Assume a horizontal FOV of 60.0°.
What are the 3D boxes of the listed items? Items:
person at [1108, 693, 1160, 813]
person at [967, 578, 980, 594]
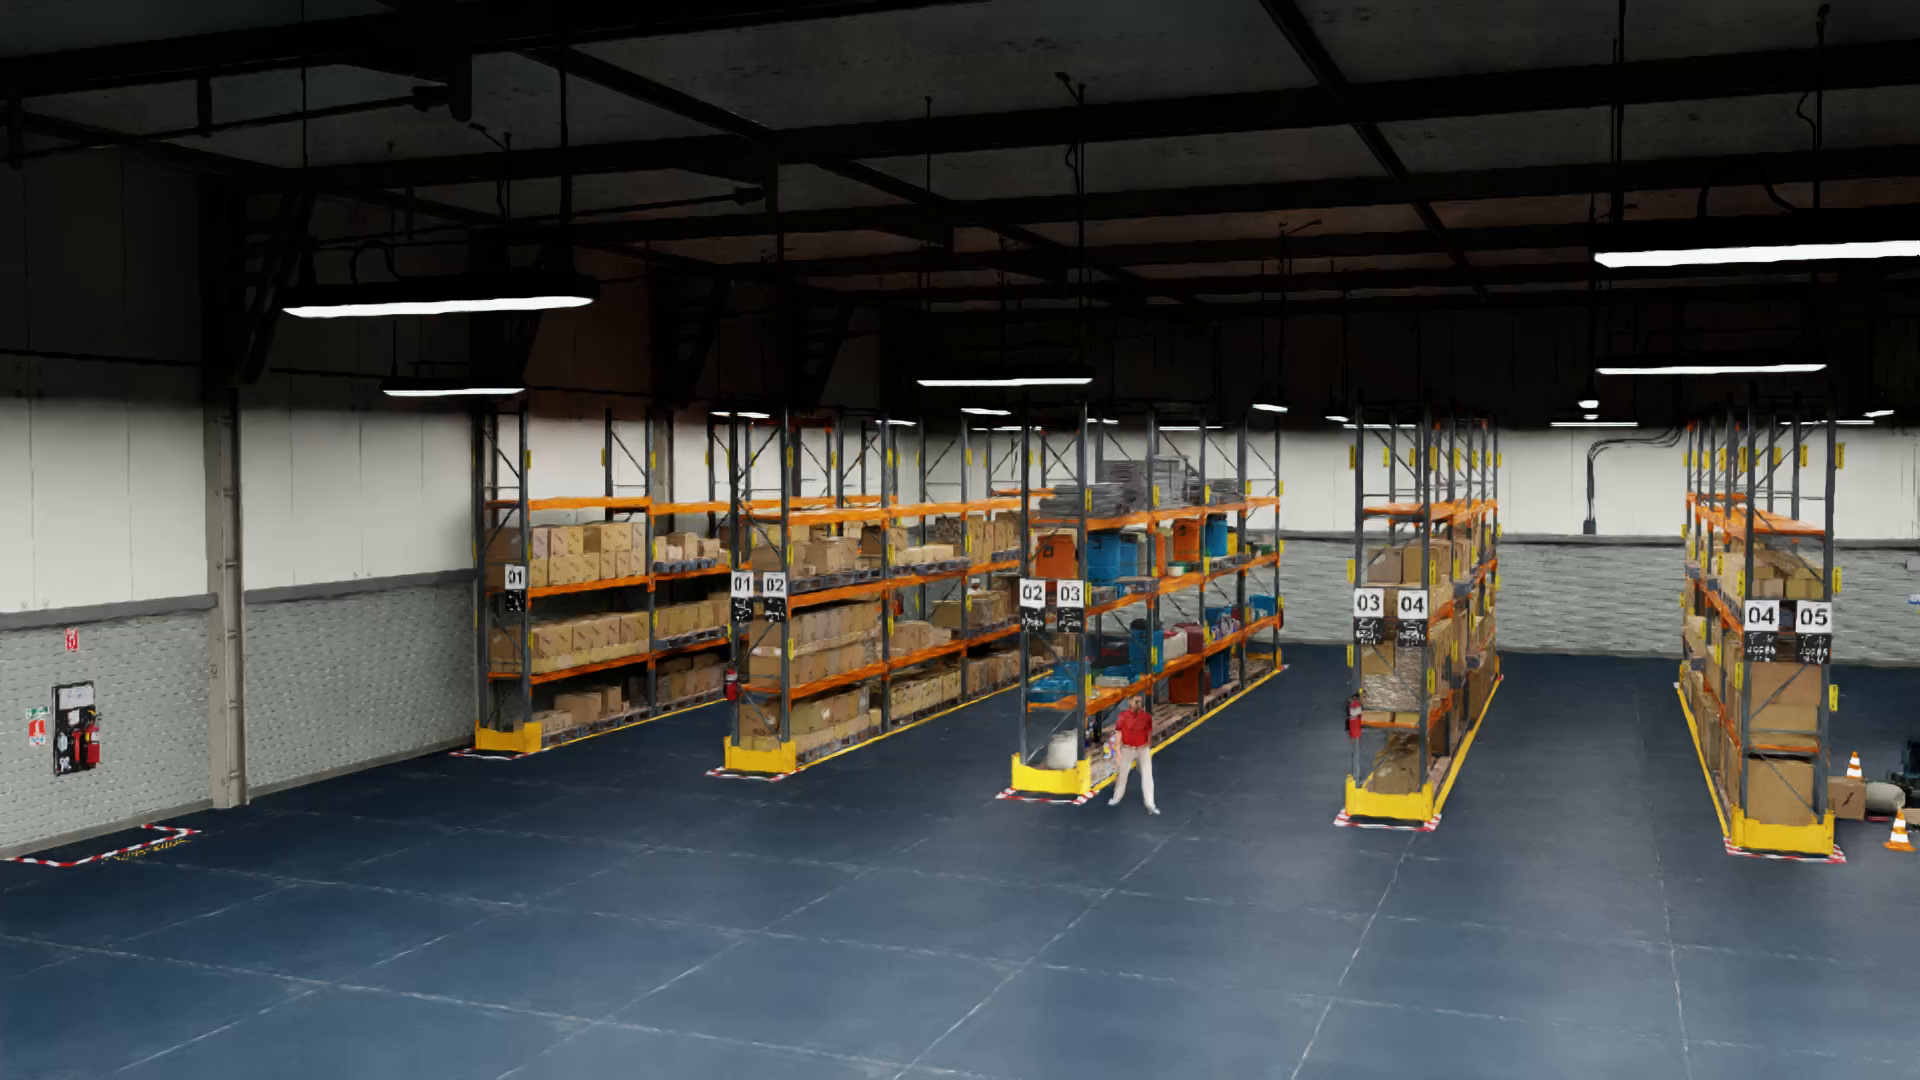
[{"bbox_3d":[2.454,3.002,23.594,0.616,1.691,0.953,0,3,-5],"label":"person"},{"bbox_3d":[0.298,1.908,45.284,0.720,1.761,0.463,-2,4,-40],"label":"person"}]
